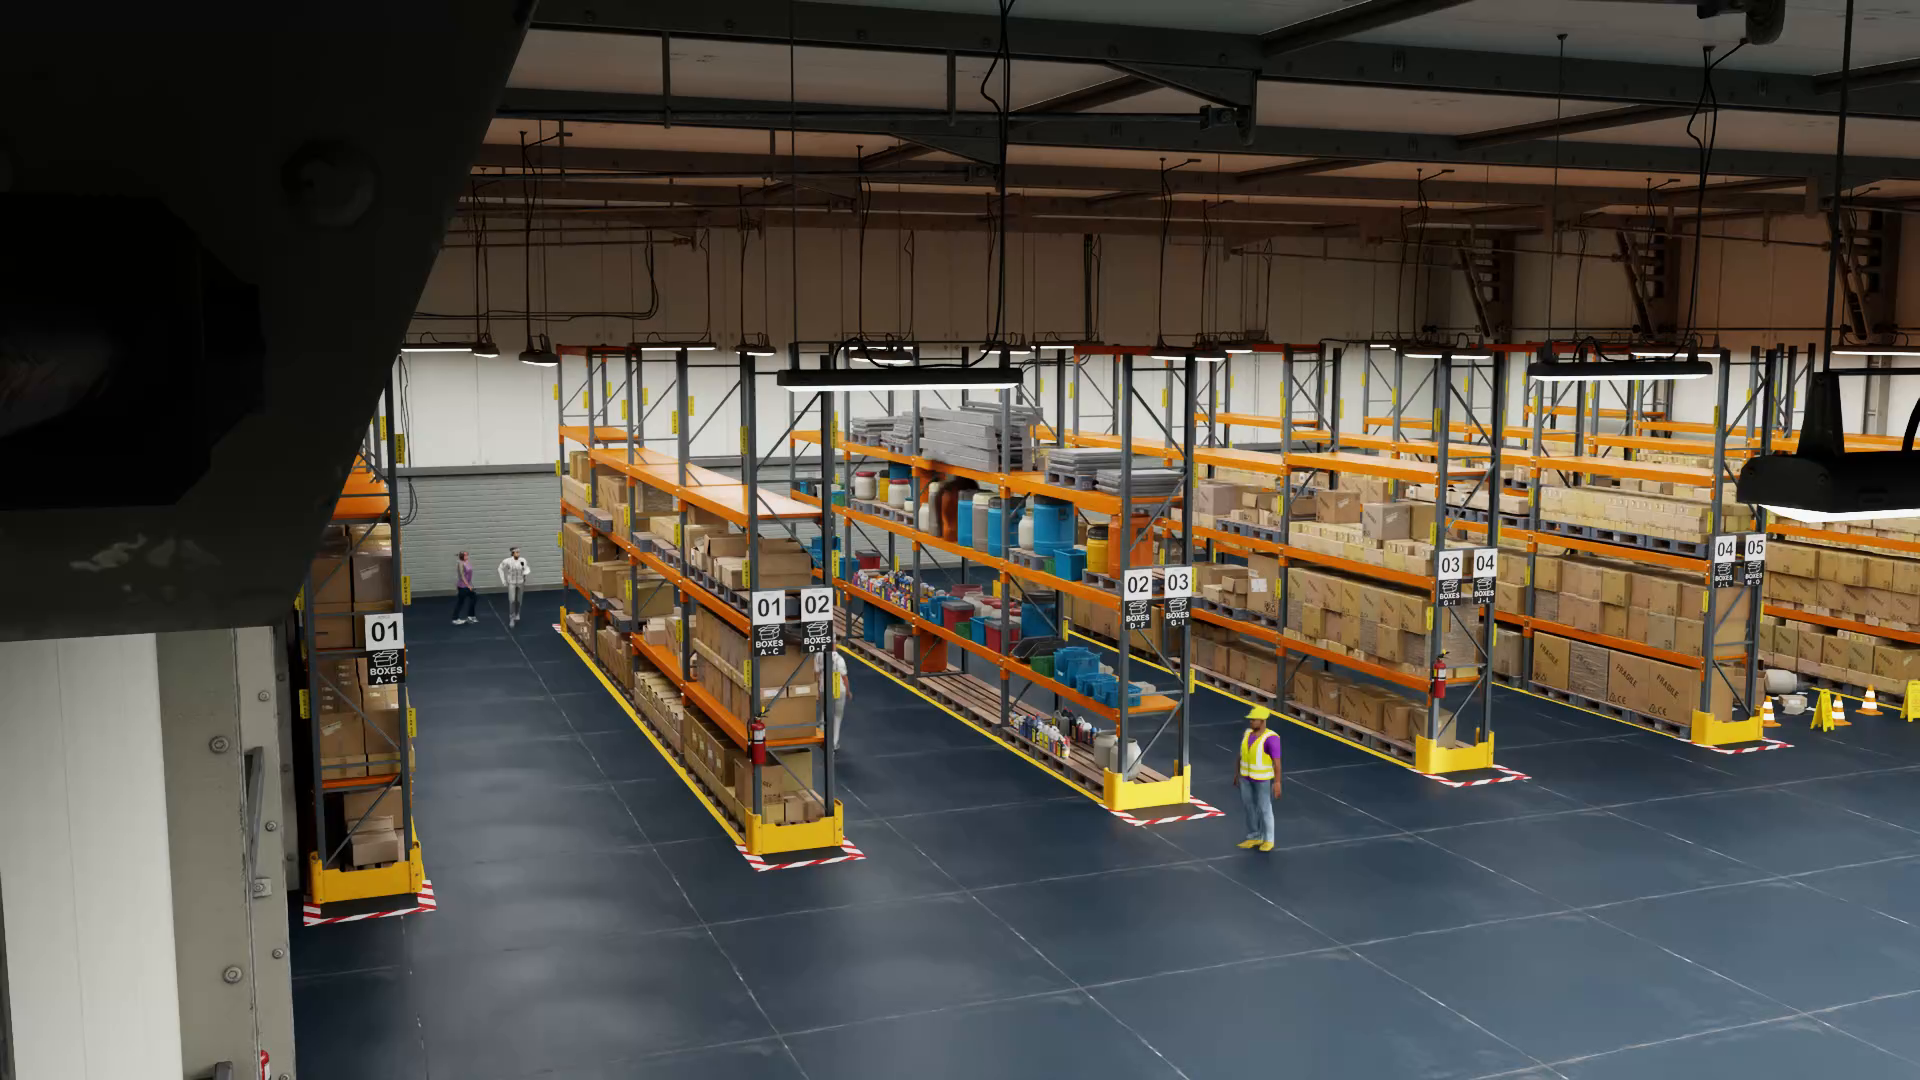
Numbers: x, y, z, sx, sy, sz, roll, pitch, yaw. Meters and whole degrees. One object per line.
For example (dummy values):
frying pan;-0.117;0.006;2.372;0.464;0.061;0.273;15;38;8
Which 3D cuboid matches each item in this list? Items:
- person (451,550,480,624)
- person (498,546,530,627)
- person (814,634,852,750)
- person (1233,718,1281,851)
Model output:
person;-10.620;1.032;35.613;0.577;1.582;0.505;-2;8;-15
person;-9.562;0.973;35.746;0.655;1.734;0.788;-3;8;-24
person;-1.910;2.275;24.936;0.568;1.809;0.487;2;8;15
person;3.627;2.922;20.211;0.380;1.765;0.708;-7;10;-42
